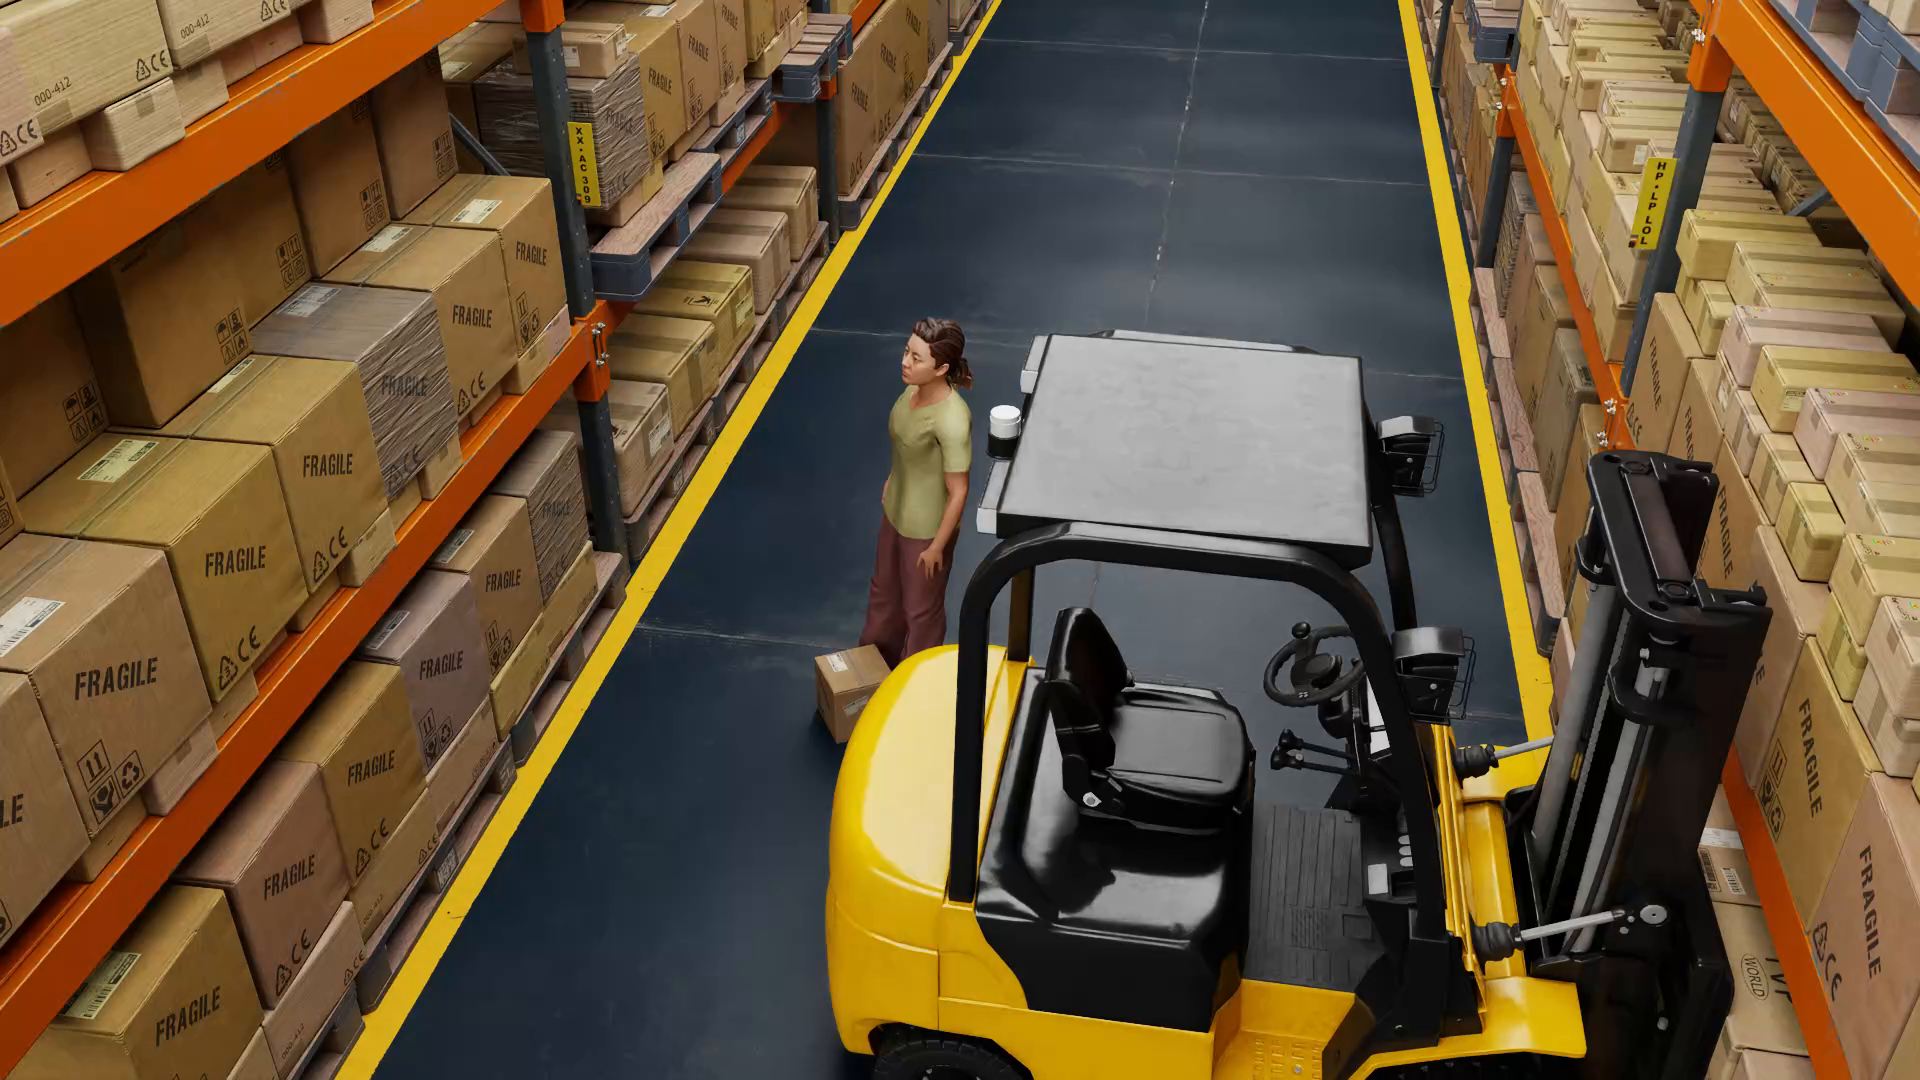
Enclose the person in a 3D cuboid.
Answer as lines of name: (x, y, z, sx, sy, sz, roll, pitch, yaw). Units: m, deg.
person: (-0.226, -0.055, 6.223, 0.527, 1.659, 0.552, -11, 34, -16)
